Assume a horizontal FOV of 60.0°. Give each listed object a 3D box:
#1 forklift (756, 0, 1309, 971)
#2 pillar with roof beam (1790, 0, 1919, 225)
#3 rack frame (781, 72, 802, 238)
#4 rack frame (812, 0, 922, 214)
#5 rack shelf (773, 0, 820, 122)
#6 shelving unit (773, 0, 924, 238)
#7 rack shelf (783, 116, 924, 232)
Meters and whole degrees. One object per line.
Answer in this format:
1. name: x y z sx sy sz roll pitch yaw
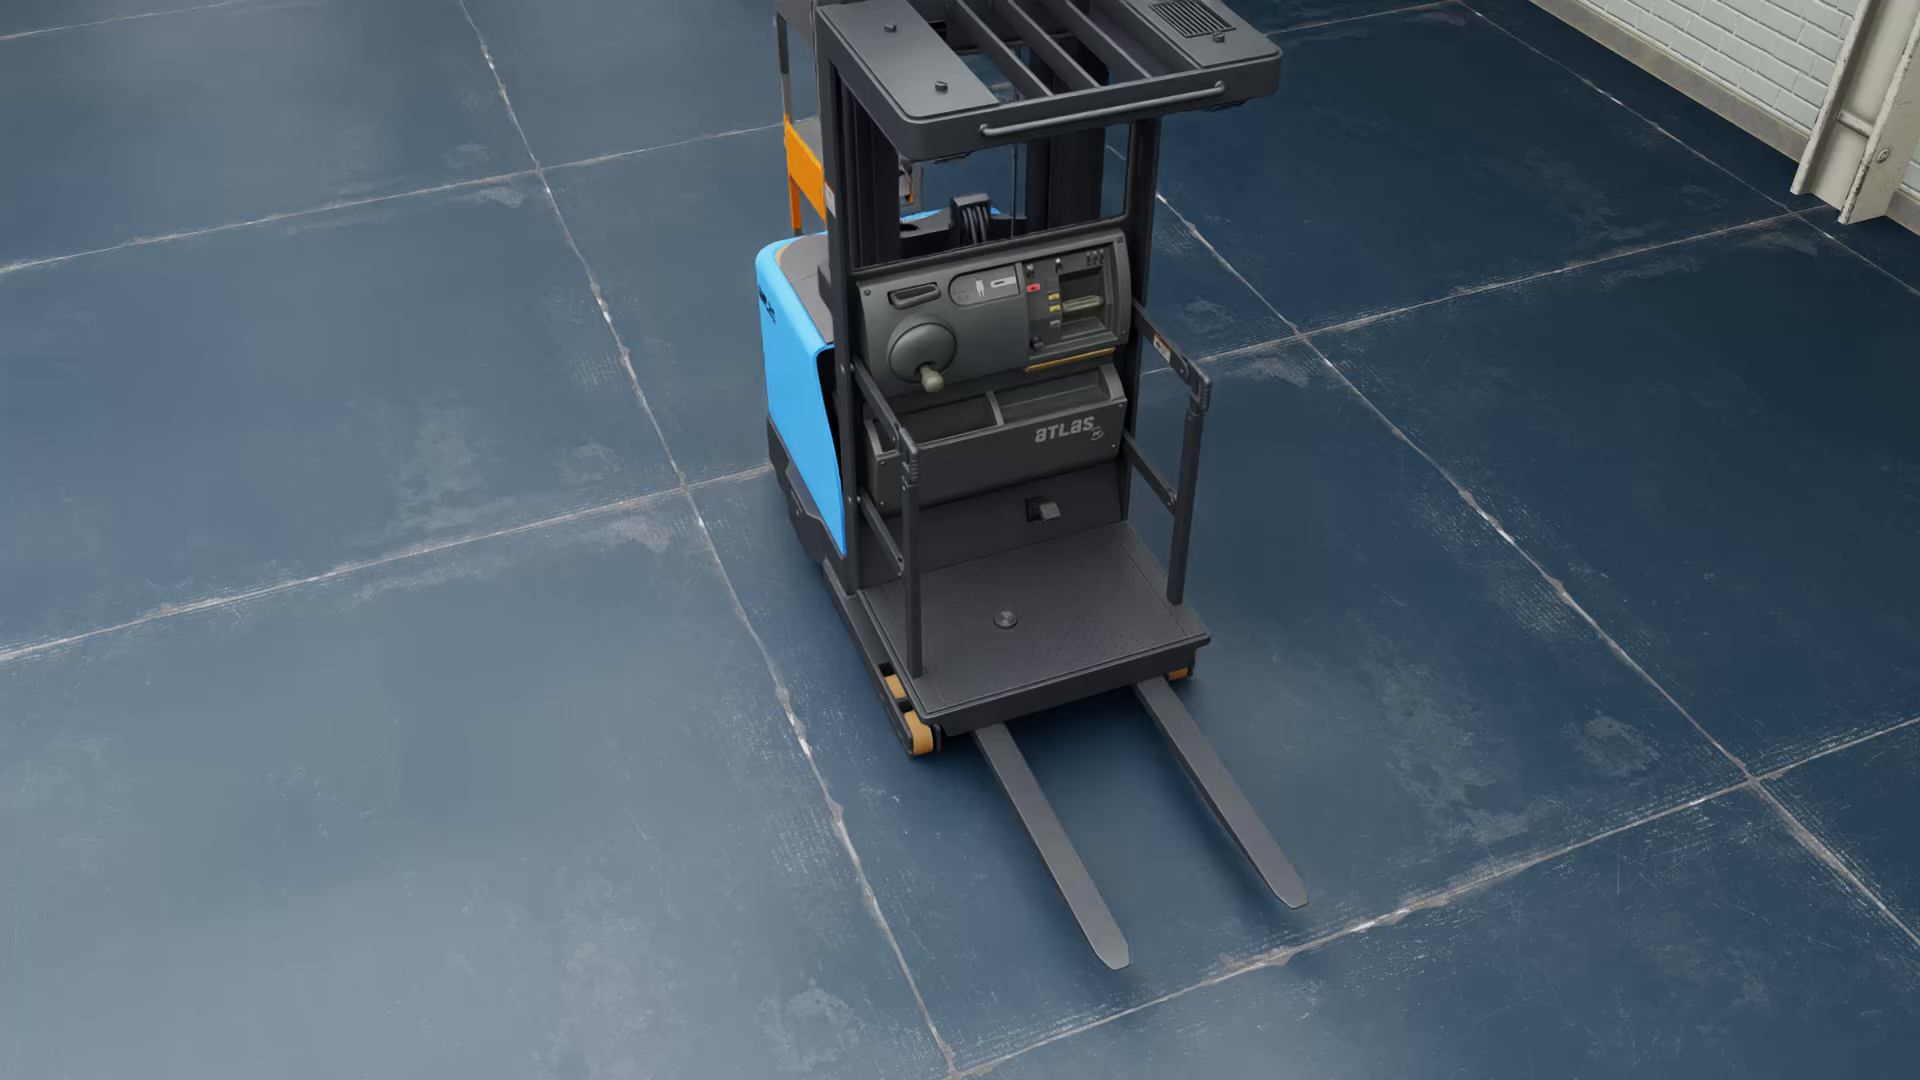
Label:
1. forklift: 0.207 -0.664 5.274 1.130 2.935 3.031 -14 43 -16
2. pillar with roof beam: 0.696 -4.137 4.659 9.100 9.000 0.400 -15 43 -17
3. rack frame: -0.530 -1.593 6.991 0.400 2.100 0.015 -15 42 -17
4. rack frame: -0.341 -1.307 6.644 0.400 2.100 0.015 -15 42 -17
5. rack shelf: -0.441 -1.979 6.380 0.431 0.518 0.480 -15 42 -17
6. shelving unit: -0.435 -1.450 6.818 0.431 2.100 0.503 -15 42 -17
7. rack shelf: -0.435 -1.439 6.826 0.431 0.518 0.480 -15 42 -17
